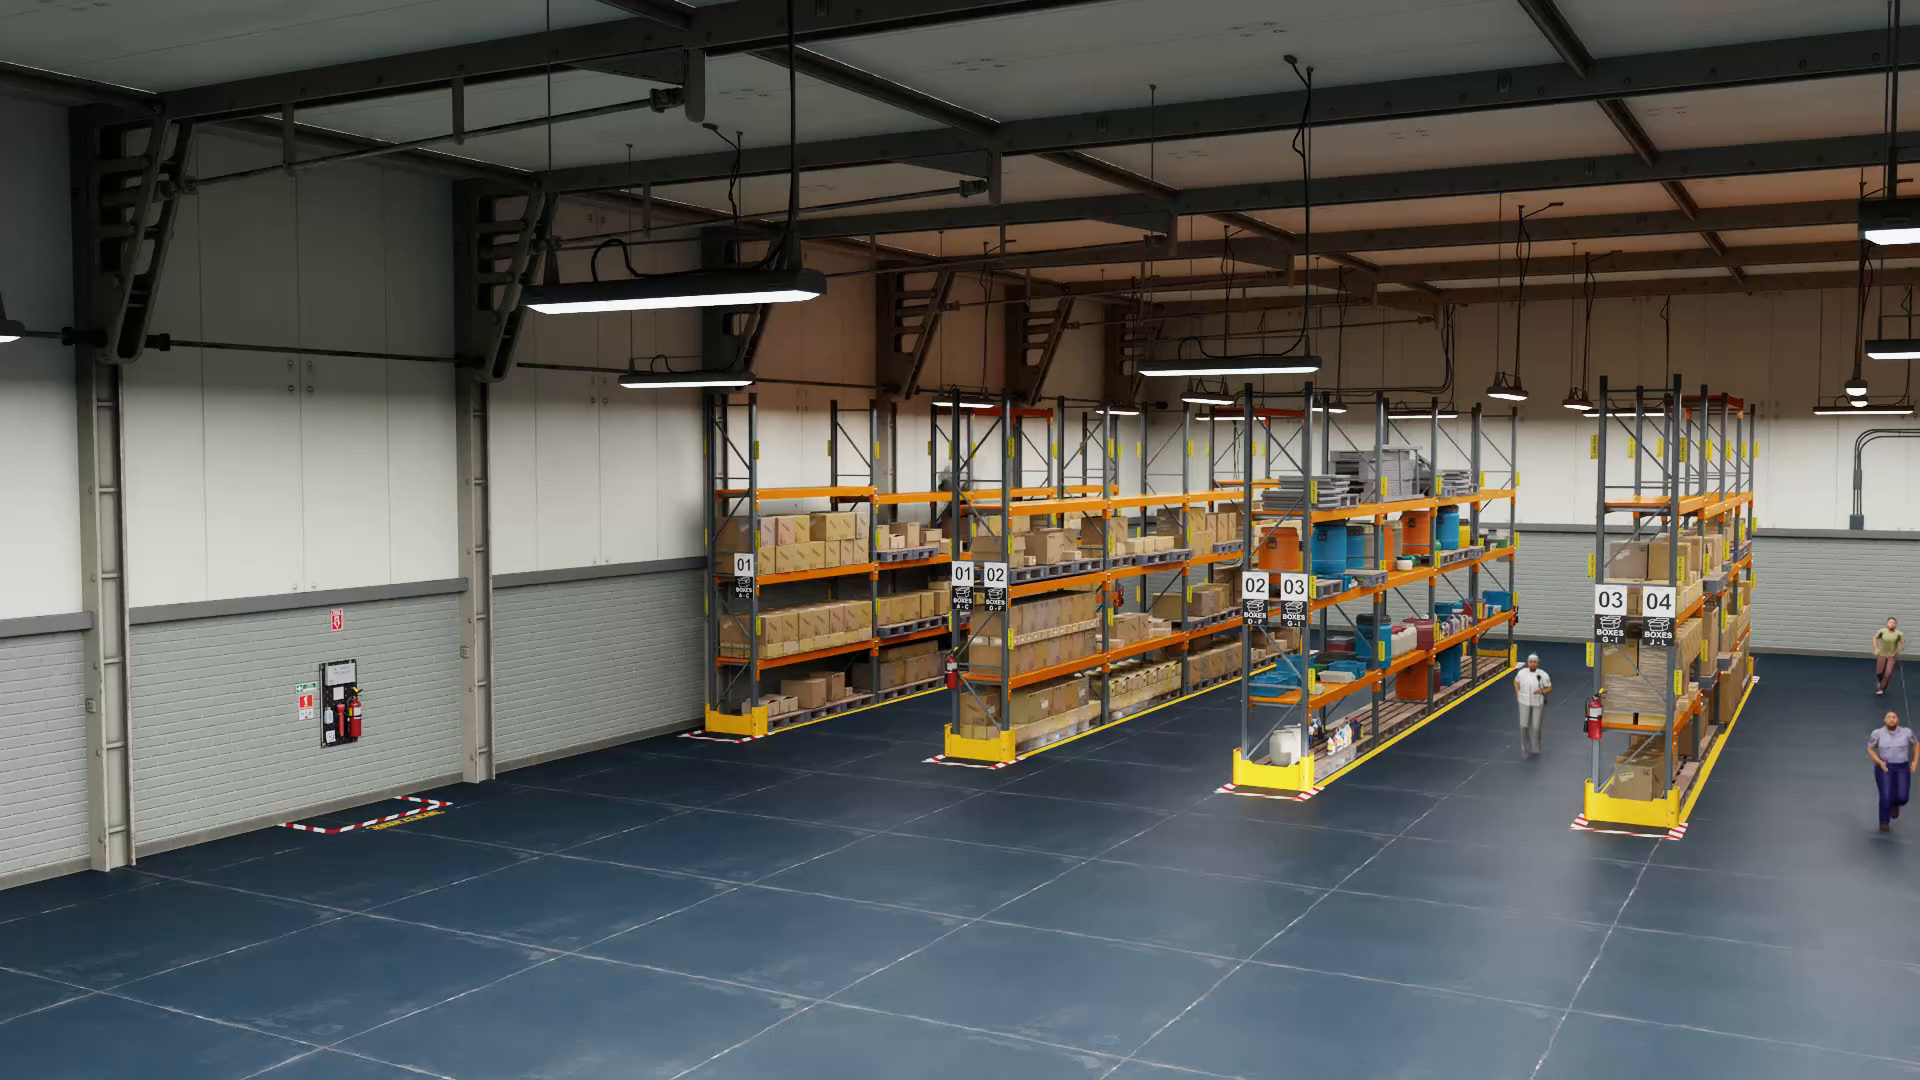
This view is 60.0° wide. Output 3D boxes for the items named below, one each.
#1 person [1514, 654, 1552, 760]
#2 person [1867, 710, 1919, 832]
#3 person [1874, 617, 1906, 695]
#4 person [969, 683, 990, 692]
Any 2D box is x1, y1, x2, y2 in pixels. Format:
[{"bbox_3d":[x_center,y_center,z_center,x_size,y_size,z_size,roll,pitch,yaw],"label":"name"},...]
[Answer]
[{"bbox_3d":[9.330,2.732,27.115,0.592,1.725,0.671,1,3,23],"label":"person"},{"bbox_3d":[12.258,3.030,21.847,0.627,1.609,0.615,1,3,22],"label":"person"},{"bbox_3d":[18.997,2.367,33.991,0.593,1.610,0.549,2,4,35],"label":"person"},{"bbox_3d":[0.385,2.501,31.023,0.545,1.644,0.657,1,3,17],"label":"person"}]
